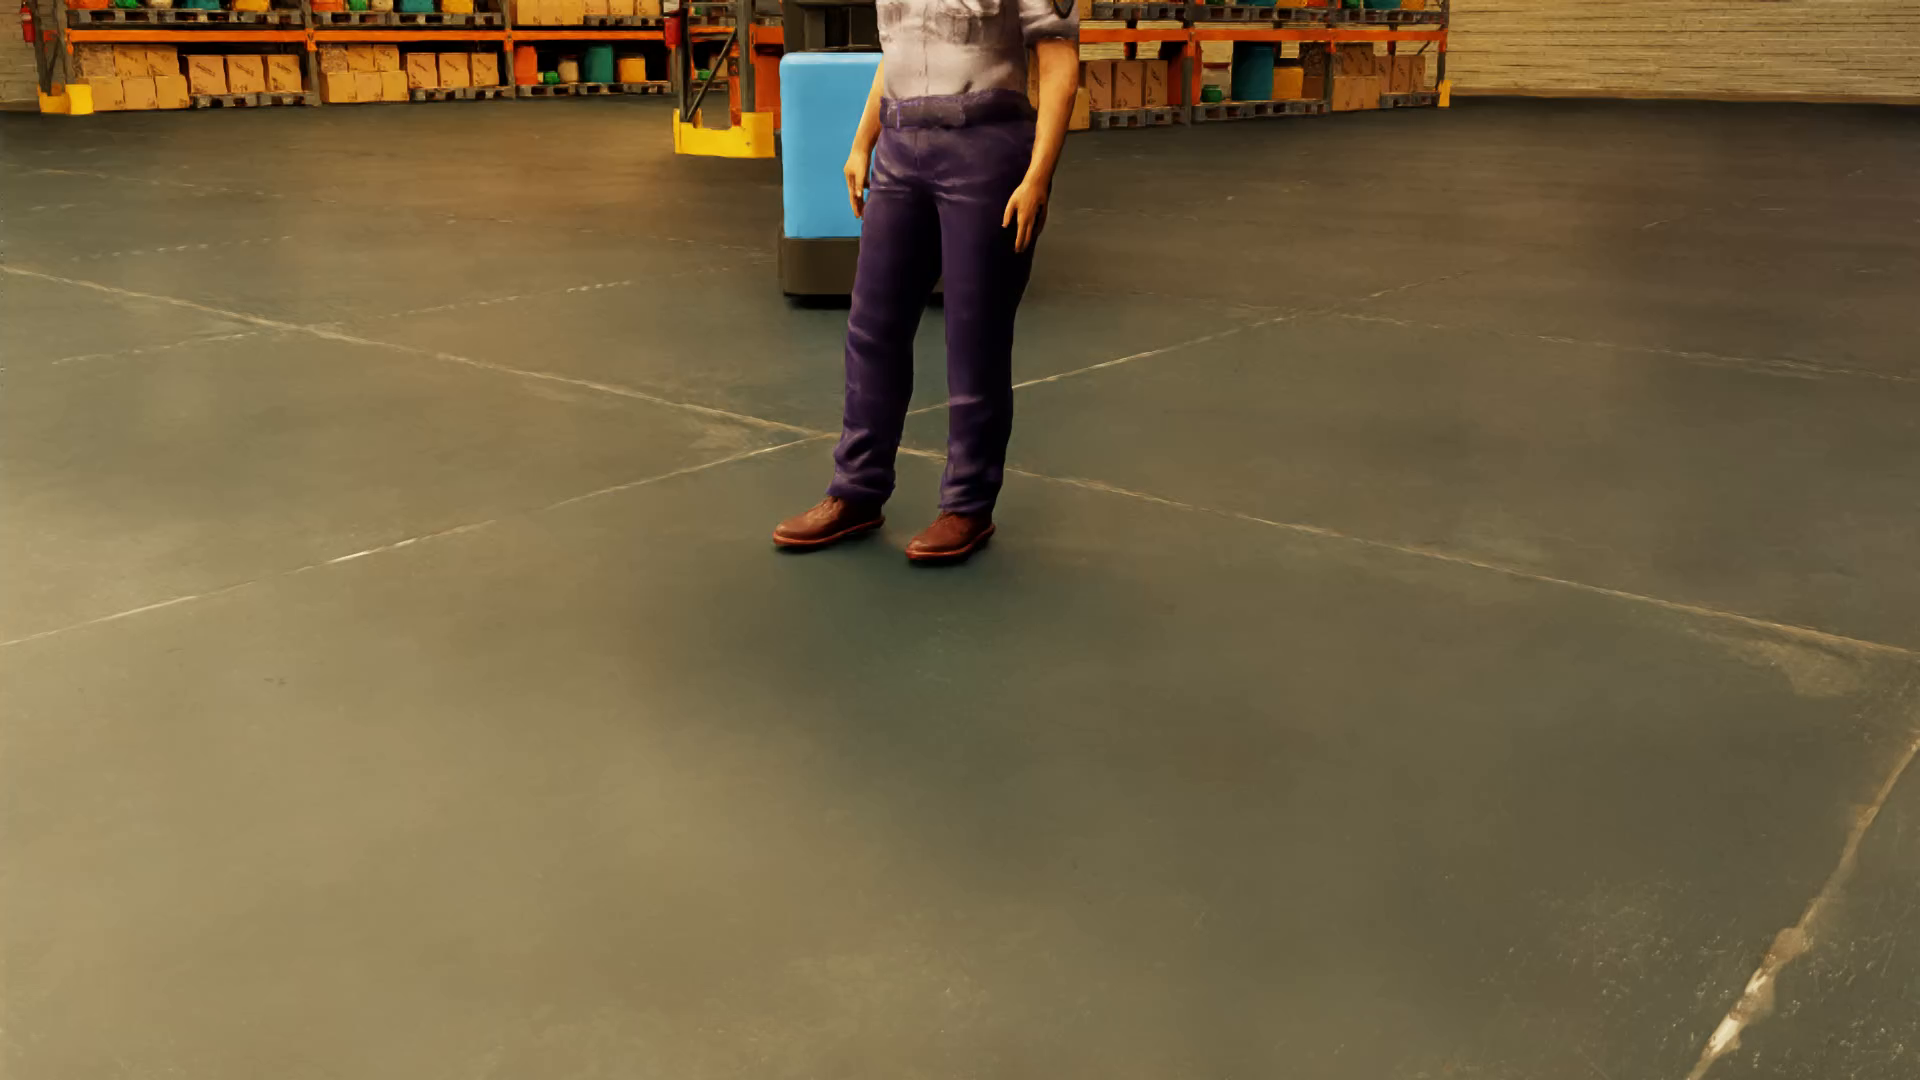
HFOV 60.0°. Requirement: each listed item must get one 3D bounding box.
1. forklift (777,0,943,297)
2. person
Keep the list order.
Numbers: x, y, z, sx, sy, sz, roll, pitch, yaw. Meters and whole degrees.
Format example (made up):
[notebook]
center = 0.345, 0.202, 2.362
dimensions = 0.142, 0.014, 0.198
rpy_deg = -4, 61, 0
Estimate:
[forklift]
center = -0.329, -2.844, 8.265
dimensions = 1.130, 2.935, 3.031
rpy_deg = -1, 17, -3
[person]
center = -0.075, -0.775, 3.649
dimensions = 0.599, 1.642, 0.502
rpy_deg = 13, 21, 37
